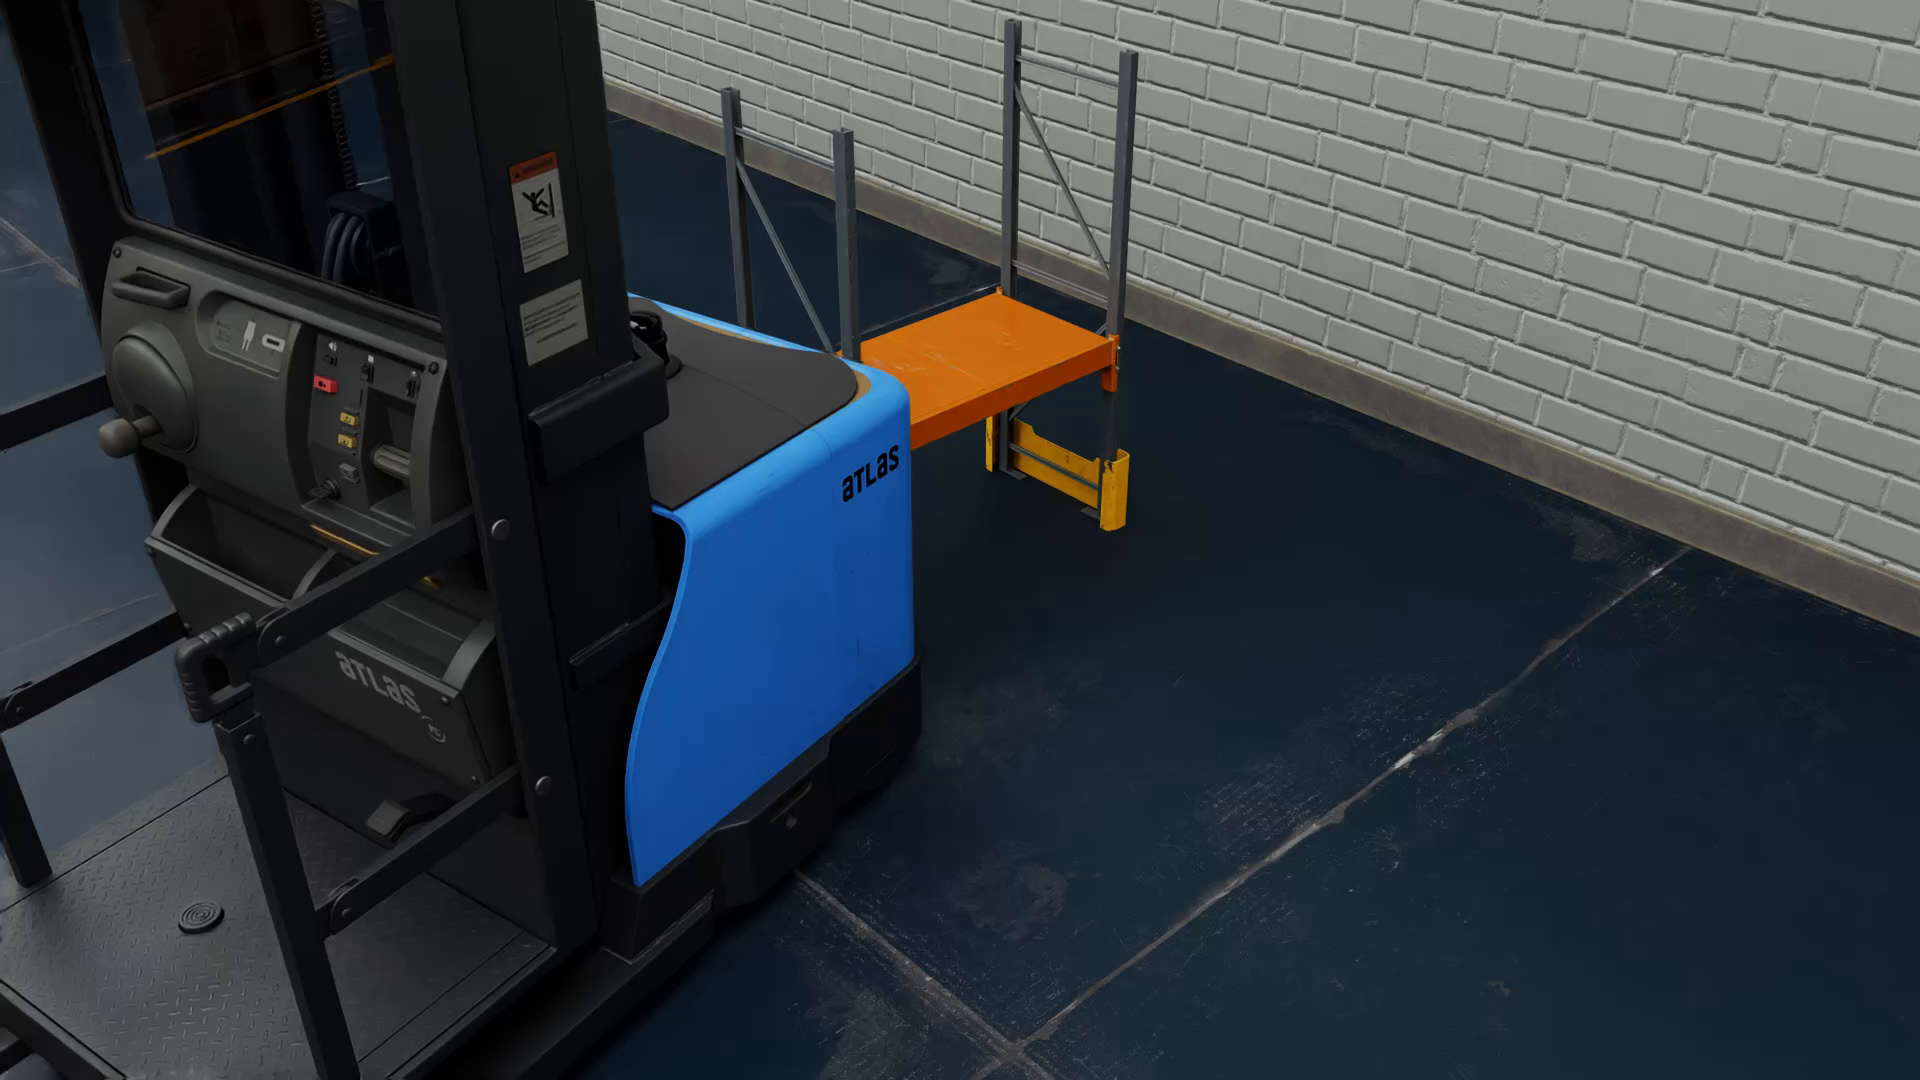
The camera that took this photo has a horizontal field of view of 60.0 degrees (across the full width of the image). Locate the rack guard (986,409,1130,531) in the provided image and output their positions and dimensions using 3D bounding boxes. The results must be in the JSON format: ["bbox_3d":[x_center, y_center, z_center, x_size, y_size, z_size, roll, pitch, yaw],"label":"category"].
[{"bbox_3d":[0.309,-0.256,5.429,0.087,0.250,0.587,-26,40,-35],"label":"rack guard"}]

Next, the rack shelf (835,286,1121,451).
[{"bbox_3d":[-0.063,-0.456,4.903,1.000,0.185,0.538,-26,40,-35],"label":"rack shelf"}]

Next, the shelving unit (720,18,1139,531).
[{"bbox_3d":[-0.056,-0.613,4.815,1.083,1.500,0.587,-26,40,-35],"label":"shelving unit"}]

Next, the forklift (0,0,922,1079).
[{"bbox_3d":[-1.347,-0.216,2.794,1.130,2.935,3.031,20,37,29],"label":"forklift"}]

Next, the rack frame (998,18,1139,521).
[{"bbox_3d":[0.310,-0.790,5.104,0.032,1.500,0.500,-26,40,-35],"label":"rack frame"}]

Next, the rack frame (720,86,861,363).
[{"bbox_3d":[-0.435,-0.429,4.514,0.032,1.500,0.500,-26,40,-35],"label":"rack frame"}]
